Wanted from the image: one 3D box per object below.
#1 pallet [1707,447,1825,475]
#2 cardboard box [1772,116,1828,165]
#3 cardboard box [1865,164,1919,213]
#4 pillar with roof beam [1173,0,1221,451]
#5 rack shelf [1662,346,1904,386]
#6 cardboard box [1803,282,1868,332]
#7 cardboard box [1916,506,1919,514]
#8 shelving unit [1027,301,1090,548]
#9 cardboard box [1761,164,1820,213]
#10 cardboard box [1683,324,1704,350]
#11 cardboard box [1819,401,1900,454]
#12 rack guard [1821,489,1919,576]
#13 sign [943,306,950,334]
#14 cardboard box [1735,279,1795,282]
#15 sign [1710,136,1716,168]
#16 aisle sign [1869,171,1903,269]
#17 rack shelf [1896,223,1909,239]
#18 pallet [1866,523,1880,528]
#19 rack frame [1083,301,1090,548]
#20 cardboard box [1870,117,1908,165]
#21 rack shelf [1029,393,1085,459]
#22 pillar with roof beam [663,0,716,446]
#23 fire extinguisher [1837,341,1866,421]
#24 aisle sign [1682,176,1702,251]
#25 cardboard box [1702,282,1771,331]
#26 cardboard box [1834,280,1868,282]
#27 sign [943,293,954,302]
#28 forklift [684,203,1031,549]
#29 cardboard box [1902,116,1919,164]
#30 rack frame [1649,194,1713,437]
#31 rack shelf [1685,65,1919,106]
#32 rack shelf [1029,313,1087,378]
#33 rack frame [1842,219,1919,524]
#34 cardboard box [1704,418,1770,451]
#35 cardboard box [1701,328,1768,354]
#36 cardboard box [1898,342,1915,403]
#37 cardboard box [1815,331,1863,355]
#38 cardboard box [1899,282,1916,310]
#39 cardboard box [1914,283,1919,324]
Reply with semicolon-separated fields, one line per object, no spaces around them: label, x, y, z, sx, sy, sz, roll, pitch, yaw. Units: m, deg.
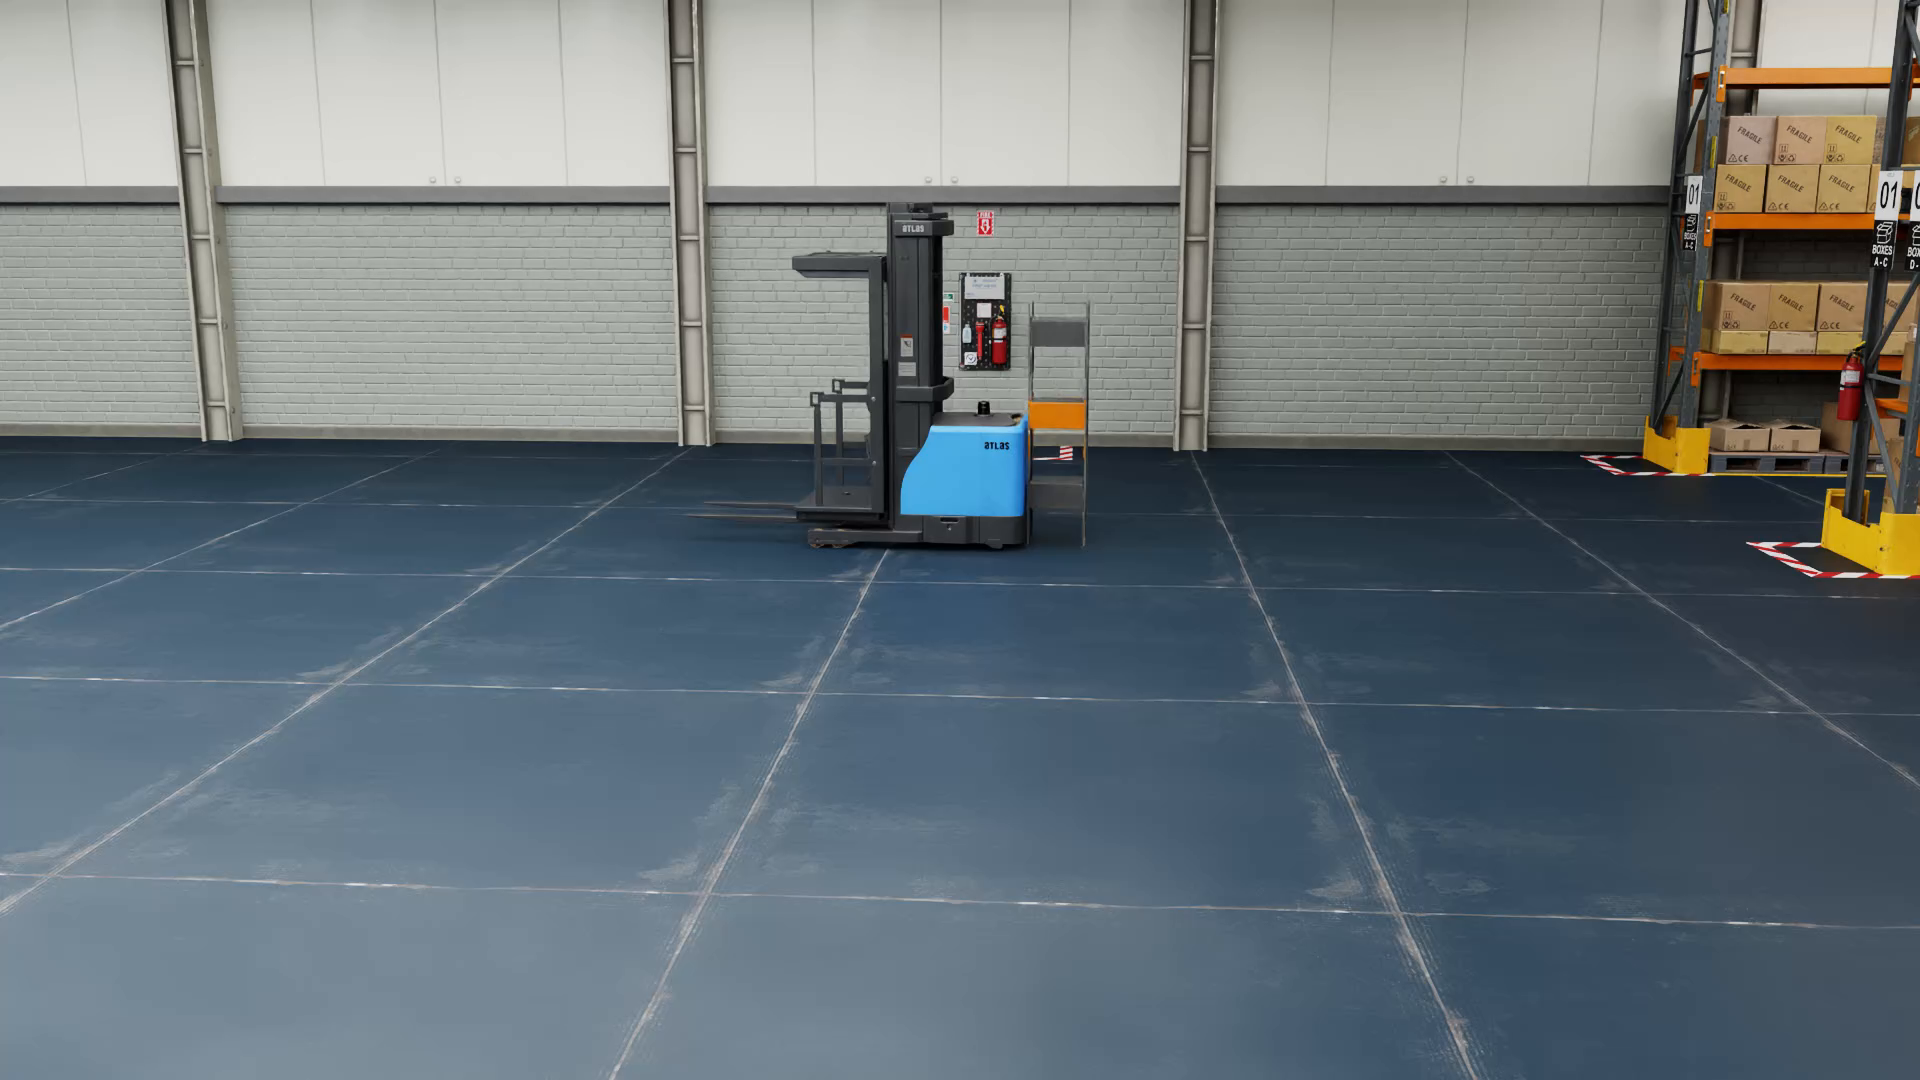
pallet;8.879;-0.929;18.694;1.213;0.211;1.003;1;12;4
cardboard box;8.860;-4.258;17.735;0.500;0.500;0.500;1;12;3
cardboard box;9.900;-3.761;17.801;0.500;0.500;0.500;2;12;7
pillar with roof beam;2.477;-4.620;14.874;0.400;9.000;9.100;1;12;4
rack shelf;9.991;-1.934;18.444;4.000;0.370;1.077;1;12;4
cardboard box;9.459;-2.532;18.031;0.500;0.500;0.500;0;12;2
cardboard box;8.188;-0.108;13.649;0.500;0.250;0.500;1;12;4
shelving unit;0.855;-1.008;14.457;0.503;2.100;0.431;1;12;6
cardboard box;8.846;-3.770;17.846;0.500;0.500;0.500;2;12;8
cardboard box;8.475;-2.283;18.673;0.500;0.250;0.500;1;12;5
cardboard box;9.977;-1.249;18.445;0.500;0.500;0.700;0;12;0
rack guard;7.644;-0.078;13.921;0.348;0.500;1.175;1;12;4
sign;-0.243;-2.650;20.025;0.234;0.329;0.001;1;12;4
cardboard box;8.981;-2.645;18.572;0.500;0.500;0.500;1;12;5
sign;7.959;-4.099;17.575;0.005;0.325;0.100;1;12;4
aisle sign;7.622;-2.635;13.688;0.004;0.787;0.394;1;12;4
rack shelf;9.663;-2.390;13.299;4.000;0.370;1.077;1;12;4
pallet;8.434;0.065;13.939;1.213;0.211;1.003;1;12;4
rack frame;1.097;-1.002;14.430;0.015;2.100;0.400;1;12;6
cardboard box;9.980;-4.352;18.188;0.500;0.500;0.500;1;12;4
rack shelf;0.855;-0.994;14.460;0.480;0.518;0.431;1;12;6
pillar with roof beam;-3.509;-4.702;15.266;0.400;9.000;9.100;1;12;4
fire extinguisher;7.581;-1.360;14.132;0.183;0.674;0.296;1;12;4
aisle sign;7.903;-3.526;17.947;0.004;0.787;0.394;1;12;4
cardboard box;8.451;-2.549;18.113;0.500;0.500;0.500;1;12;4
cardboard box;10.000;-2.632;18.509;0.500;0.500;0.500;1;12;5
sign;-0.239;-2.908;19.962;0.331;0.109;0.001;1;12;4
forklift;-0.901;-1.468;14.625;3.031;2.935;1.130;1;12;6
cardboard box;10.399;-4.237;17.635;0.500;0.500;0.500;0;12;2
rack frame;7.995;-2.313;18.501;0.127;3.000;1.000;1;12;4
rack shelf;9.991;-4.869;17.830;4.000;0.370;1.077;1;12;4
rack shelf;0.855;-1.680;14.317;0.480;0.518;0.431;1;12;6
rack frame;7.668;-1.301;13.663;0.127;3.000;1.000;1;12;4
cardboard box;8.679;-1.185;18.598;0.500;0.311;0.500;-1;12;-3
cardboard box;8.461;-2.178;18.172;0.500;0.250;0.500;0;12;2
cardboard box;8.133;-1.341;13.610;0.500;0.500;0.700;1;12;4
cardboard box;9.488;-2.166;18.113;0.500;0.250;0.500;1;12;3
cardboard box;10.494;-2.520;17.976;0.500;0.500;0.500;0;12;2
cardboard box;8.186;-1.976;13.474;0.500;0.500;0.700;1;12;4
